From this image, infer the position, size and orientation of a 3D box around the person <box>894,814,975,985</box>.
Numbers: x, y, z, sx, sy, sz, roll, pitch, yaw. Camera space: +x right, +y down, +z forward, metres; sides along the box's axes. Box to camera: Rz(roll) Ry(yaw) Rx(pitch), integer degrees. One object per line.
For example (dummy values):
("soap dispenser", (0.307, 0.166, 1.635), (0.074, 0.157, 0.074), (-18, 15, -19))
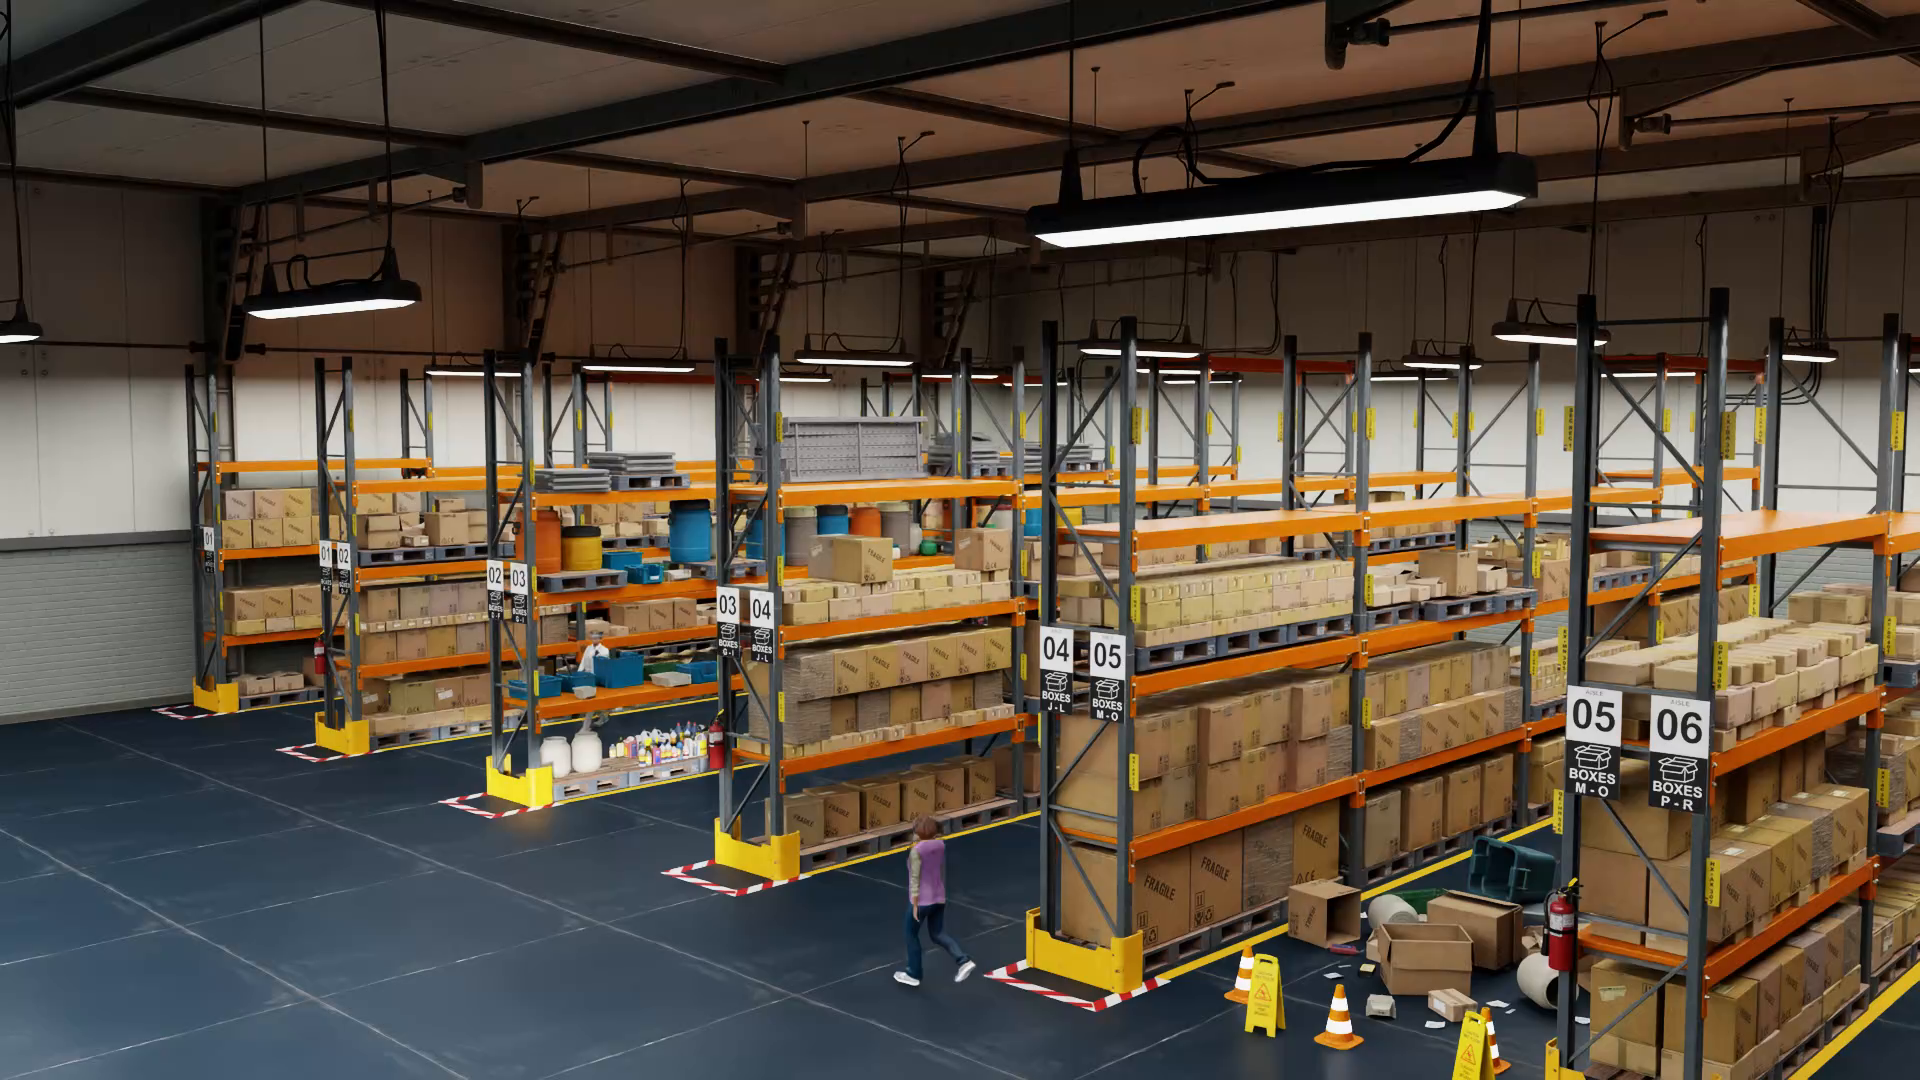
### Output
("person", (-0.253, 3.230, 14.842), (0.805, 1.563, 0.416), (3, 5, 37))

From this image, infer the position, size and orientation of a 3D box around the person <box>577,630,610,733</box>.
("person", (-5.945, 2.285, 27.053), (0.562, 1.673, 0.744), (2, 5, 27))
